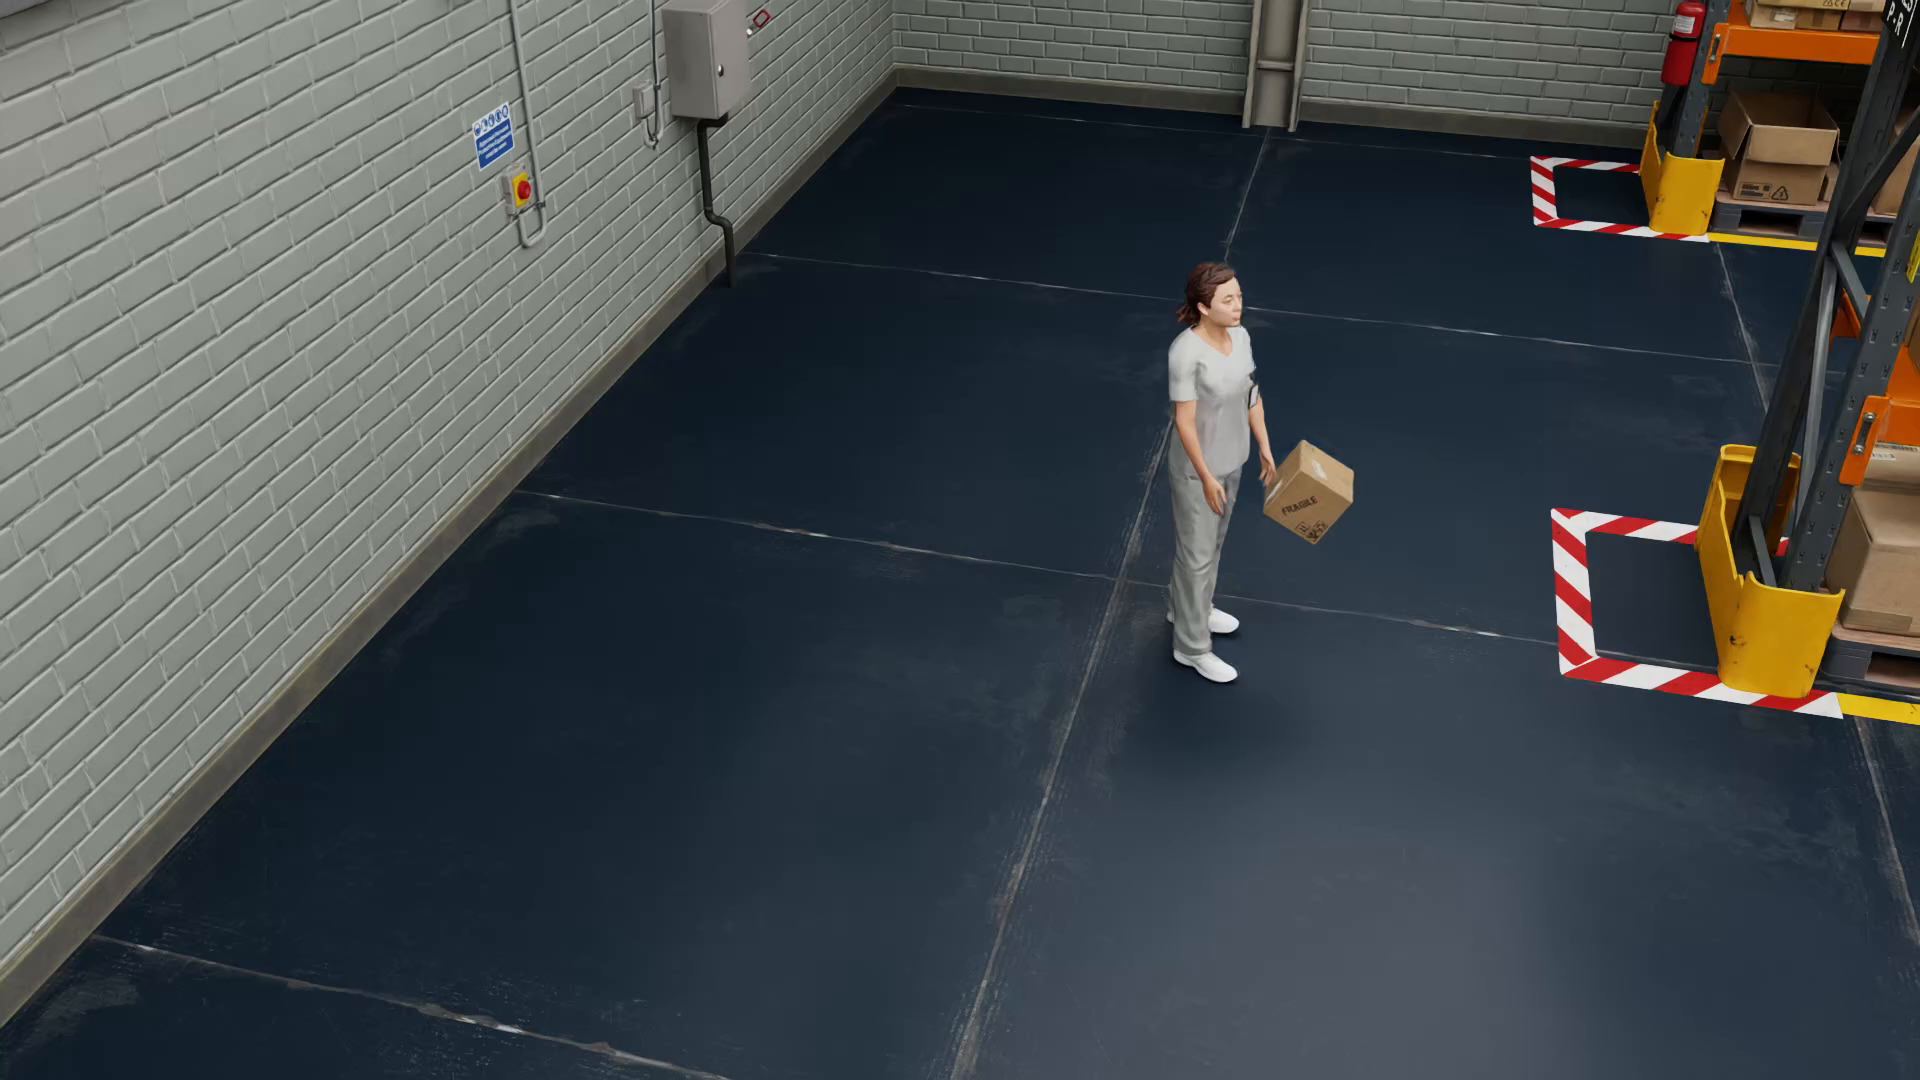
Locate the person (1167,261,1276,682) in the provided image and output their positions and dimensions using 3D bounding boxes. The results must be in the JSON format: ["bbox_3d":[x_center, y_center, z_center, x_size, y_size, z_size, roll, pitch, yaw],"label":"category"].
[{"bbox_3d":[1.036,-0.278,6.560,0.549,1.670,0.484,28,42,36],"label":"person"}]
